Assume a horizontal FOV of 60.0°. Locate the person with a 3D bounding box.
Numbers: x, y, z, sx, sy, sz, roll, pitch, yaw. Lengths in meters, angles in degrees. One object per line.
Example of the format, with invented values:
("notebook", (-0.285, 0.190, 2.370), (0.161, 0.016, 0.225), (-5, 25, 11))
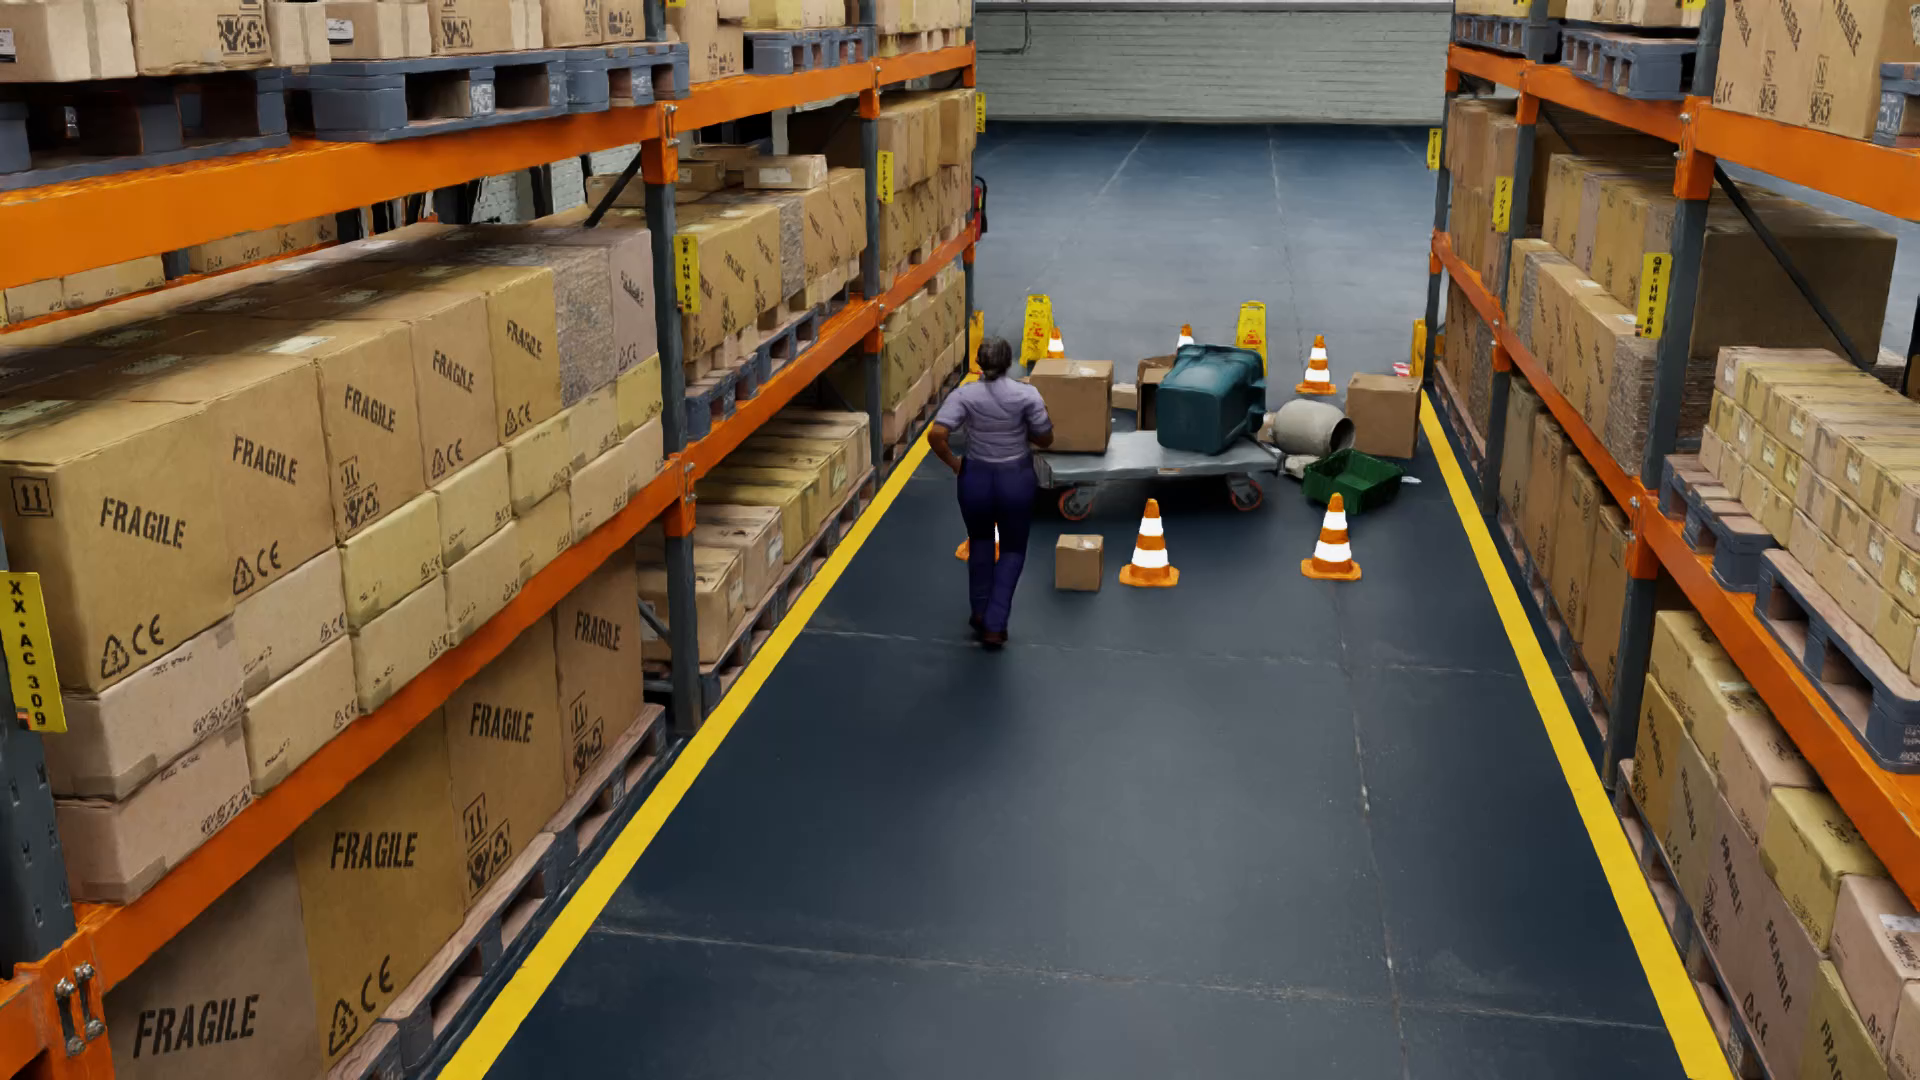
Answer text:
("person", (0.182, -0.237, 8.435), (0.586, 1.667, 0.627), (4, 18, 11))
